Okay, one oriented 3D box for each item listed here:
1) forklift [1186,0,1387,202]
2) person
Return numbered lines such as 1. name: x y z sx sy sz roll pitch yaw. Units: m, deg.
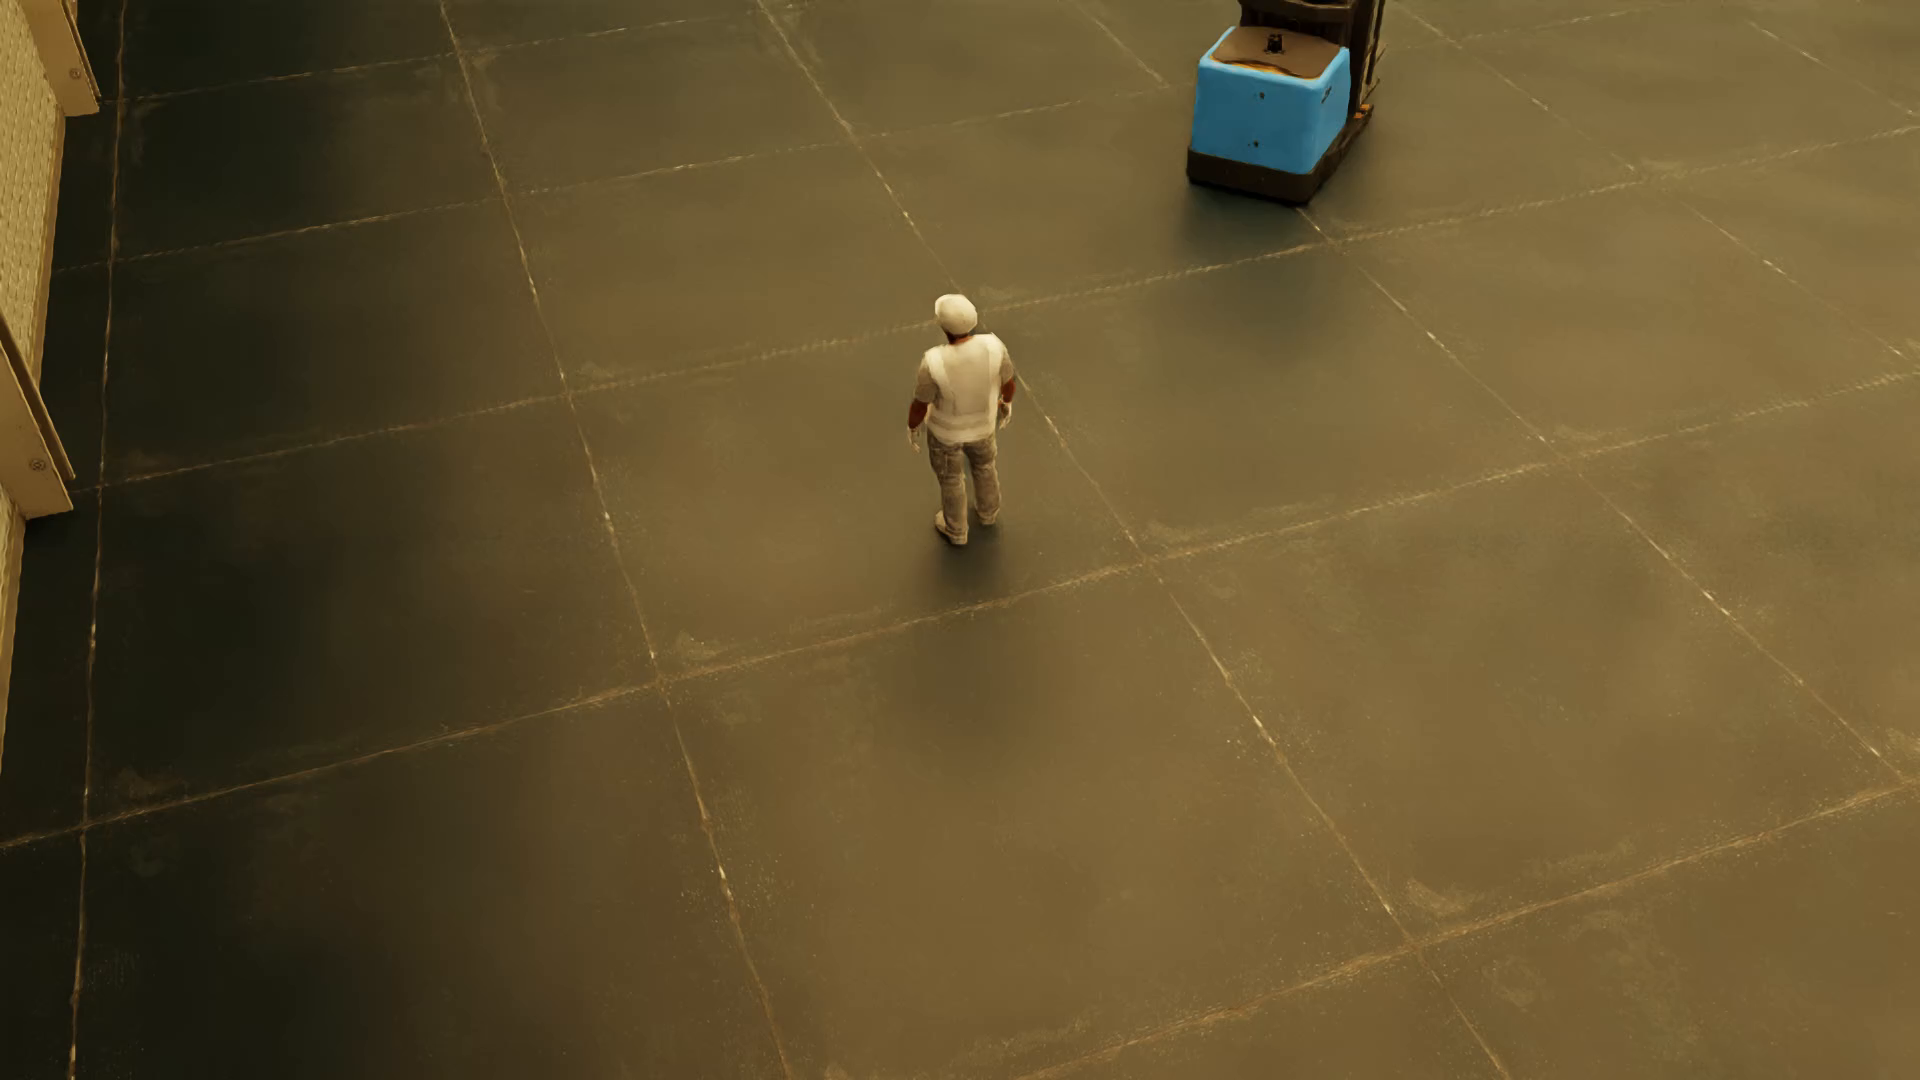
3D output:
1. forklift: 2.984 -4.795 13.707 1.130 2.935 3.031 18 43 20
2. person: -0.017 -0.734 9.752 0.655 1.782 0.576 -13 42 -15
